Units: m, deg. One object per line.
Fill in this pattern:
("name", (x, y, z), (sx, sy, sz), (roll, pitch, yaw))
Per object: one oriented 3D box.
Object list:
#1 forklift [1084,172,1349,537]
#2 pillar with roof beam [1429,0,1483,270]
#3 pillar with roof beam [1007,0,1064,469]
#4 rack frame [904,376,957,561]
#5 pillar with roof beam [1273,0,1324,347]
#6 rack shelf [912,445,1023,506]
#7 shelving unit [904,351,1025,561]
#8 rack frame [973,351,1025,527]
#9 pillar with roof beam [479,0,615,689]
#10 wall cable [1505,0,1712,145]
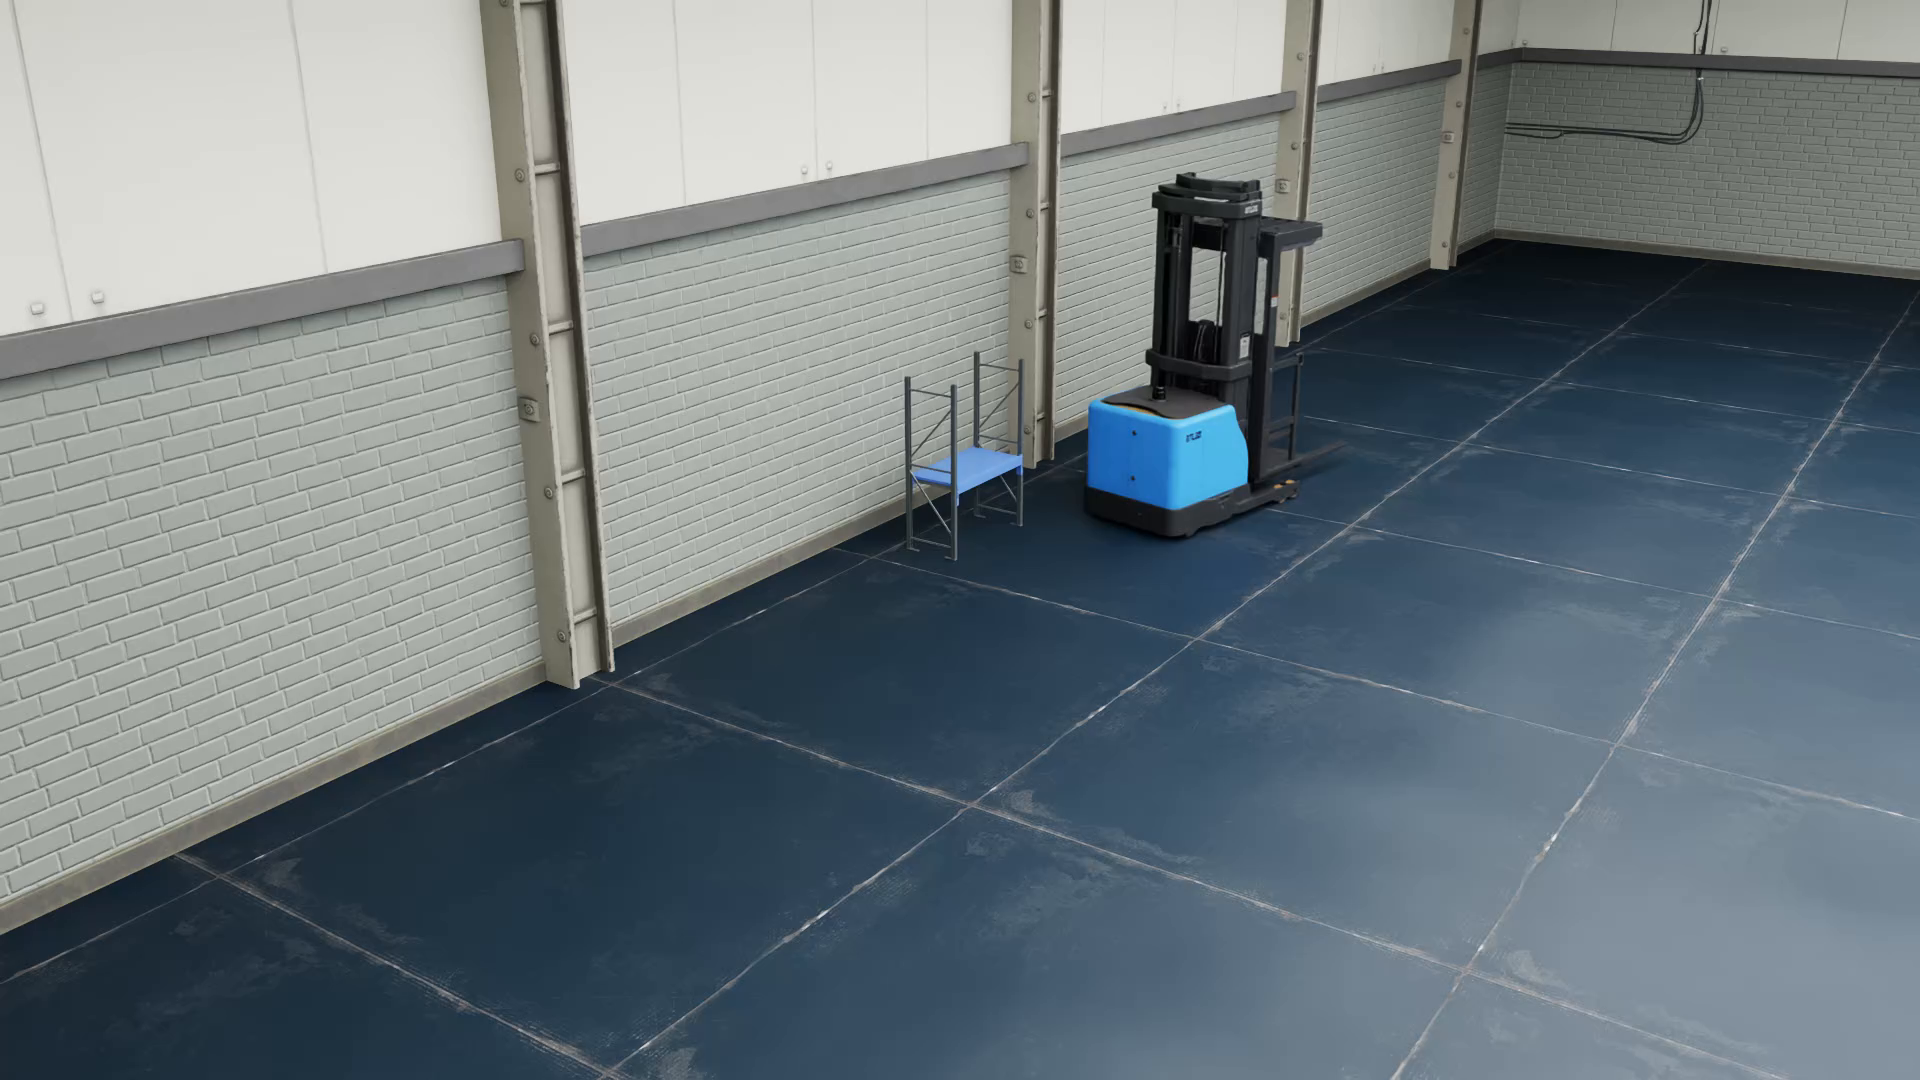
("forklift", (2.493, -1.823, 14.969), (1.130, 2.935, 3.031), (19, 27, 41))
("pillar with roof beam", (11.001, -7.600, 21.841), (9.100, 9.000, 0.400), (13, 24, 32))
("pillar with roof beam", (4.255, -4.157, 12.532), (9.100, 9.000, 0.400), (13, 24, 32))
("rack frame", (-0.238, -0.582, 13.677), (0.500, 1.500, 0.032), (13, 24, 32))
("pillar with roof beam", (7.628, -5.879, 17.187), (9.100, 9.000, 0.400), (13, 24, 32))
("rack shelf", (0.048, -0.559, 14.133), (0.538, 0.185, 1.000), (13, 24, 32))
("shelving unit", (0.048, -0.728, 14.071), (0.538, 1.500, 1.048), (13, 24, 32))
("rack frame", (0.334, -0.874, 14.465), (0.500, 1.500, 0.032), (13, 24, 32))
("pillar with roof beam", (0.882, -2.436, 7.878), (9.100, 9.000, 0.400), (13, 24, 32))
("wall cable", (10.190, -7.571, 26.237), (3.097, 2.526, 0.112), (13, 24, 32))
